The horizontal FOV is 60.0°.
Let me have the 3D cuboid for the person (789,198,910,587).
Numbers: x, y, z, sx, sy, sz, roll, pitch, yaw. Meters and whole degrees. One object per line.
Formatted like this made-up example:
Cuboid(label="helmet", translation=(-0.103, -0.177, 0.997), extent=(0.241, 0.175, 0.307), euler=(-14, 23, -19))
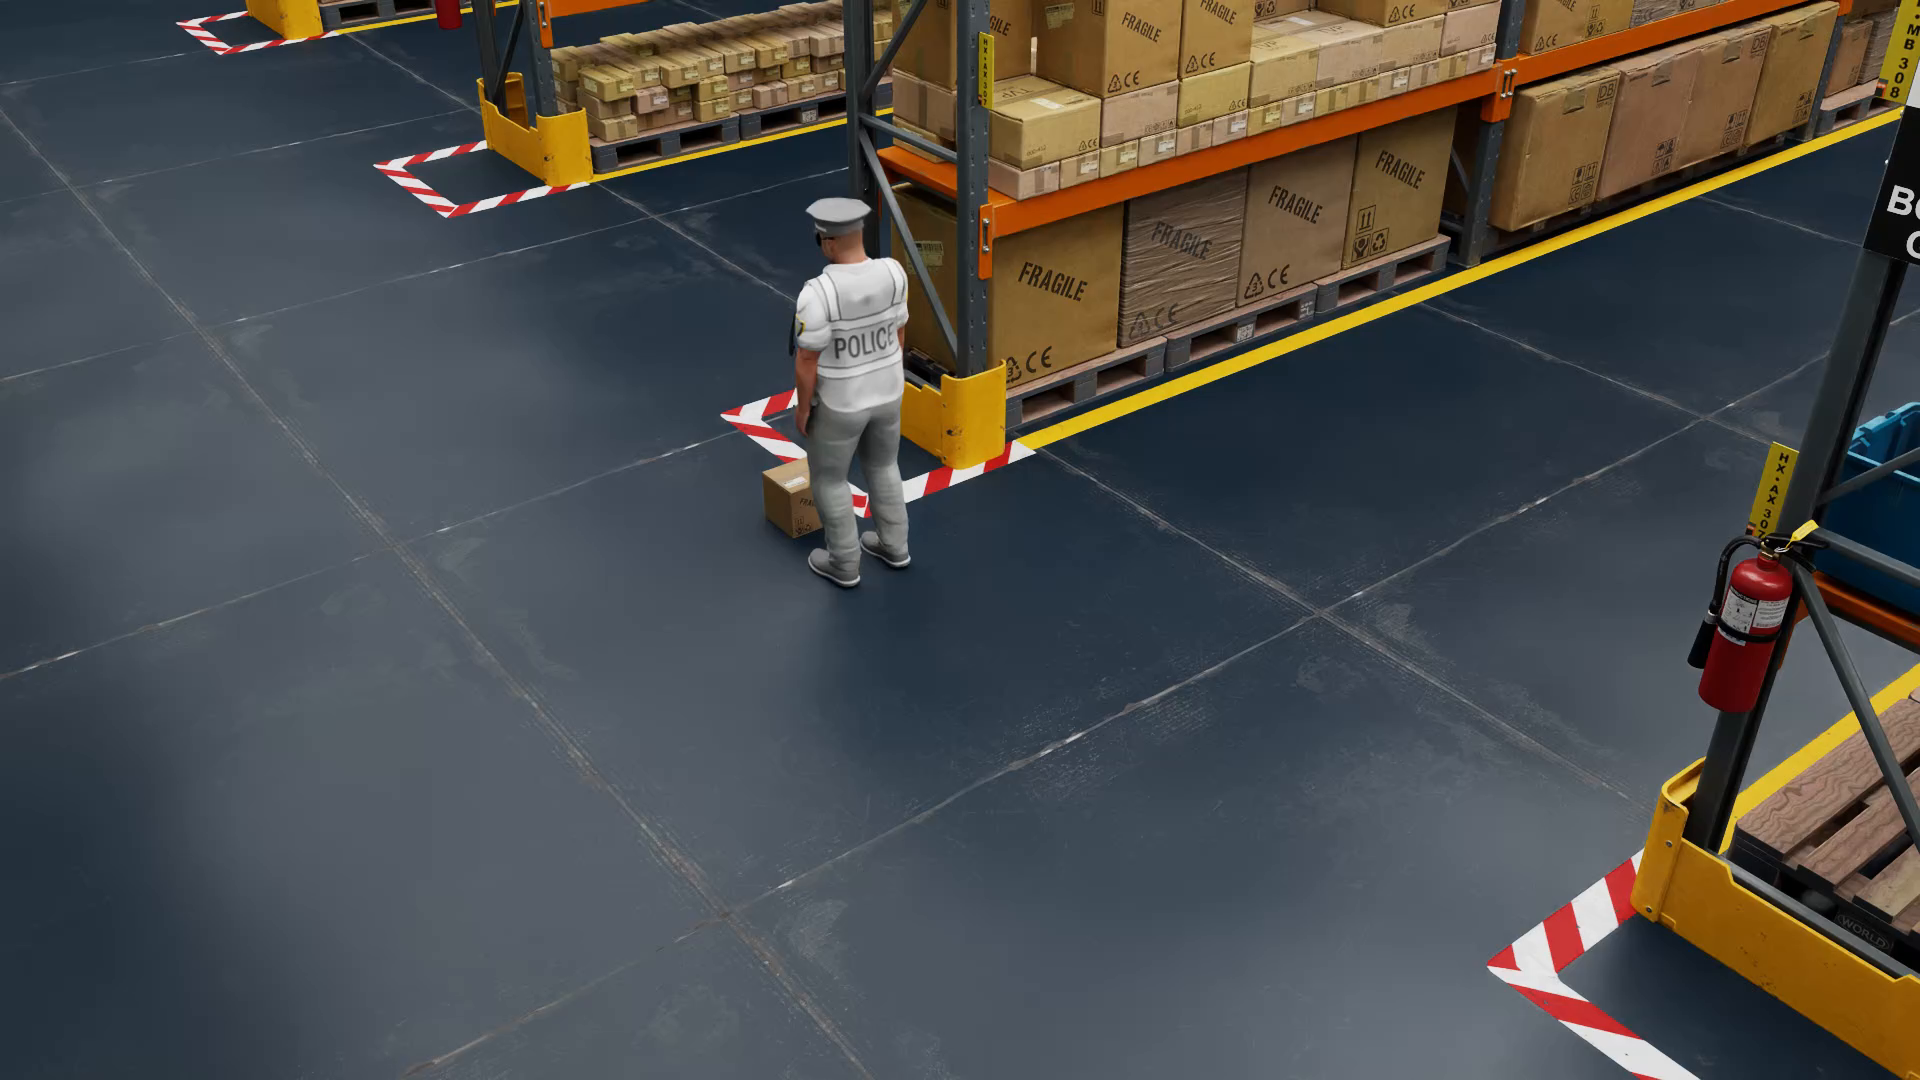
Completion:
Cuboid(label="person", translation=(-0.475, -0.612, 7.130), extent=(0.530, 1.741, 0.391), euler=(-21, 38, -30))
